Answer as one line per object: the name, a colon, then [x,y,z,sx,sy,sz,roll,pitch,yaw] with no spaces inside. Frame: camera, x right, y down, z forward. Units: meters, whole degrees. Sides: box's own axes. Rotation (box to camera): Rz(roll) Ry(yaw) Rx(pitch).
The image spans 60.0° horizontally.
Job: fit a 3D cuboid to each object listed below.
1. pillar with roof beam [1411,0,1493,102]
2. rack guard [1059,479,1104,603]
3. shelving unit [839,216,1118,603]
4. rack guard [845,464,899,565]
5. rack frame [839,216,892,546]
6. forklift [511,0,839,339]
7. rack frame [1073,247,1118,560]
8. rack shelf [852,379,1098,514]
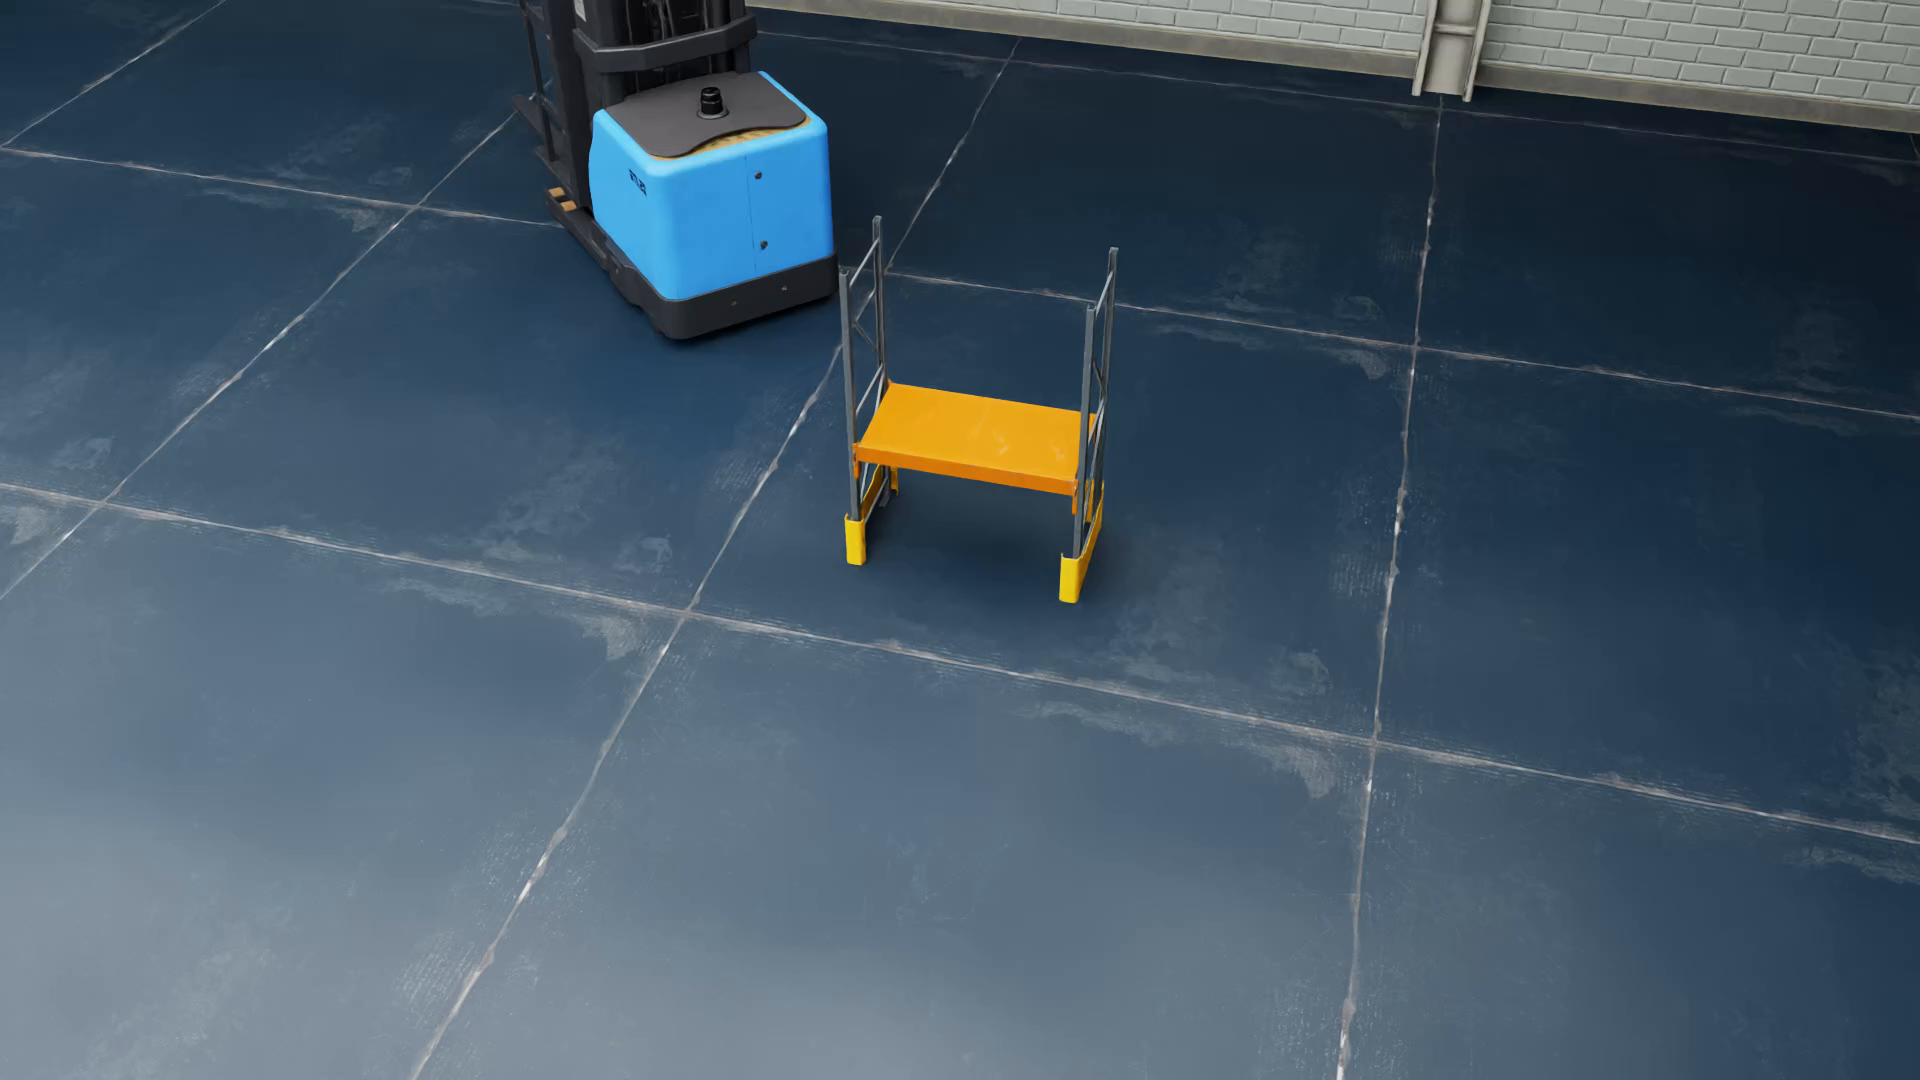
pillar with roof beam: [2.207,-3.875,5.367,0.400,9.000,9.100,10,41,11]
rack guard: [0.555,0.000,7.556,0.087,0.250,0.587,10,41,11]
shelving unit: [0.074,-0.562,7.253,1.083,1.500,0.587,10,41,11]
rack guard: [-0.407,-0.166,7.753,0.087,0.250,0.587,10,41,11]
rack frame: [-0.409,-0.645,7.351,0.032,1.500,0.500,10,41,11]
forklift: [-1.867,-3.125,9.192,1.130,2.935,3.031,-21,44,-23]
rack frame: [0.573,-0.476,7.150,0.032,1.500,0.500,10,41,11]
rack shelf: [0.082,-0.422,7.366,1.000,0.185,0.538,10,41,11]
